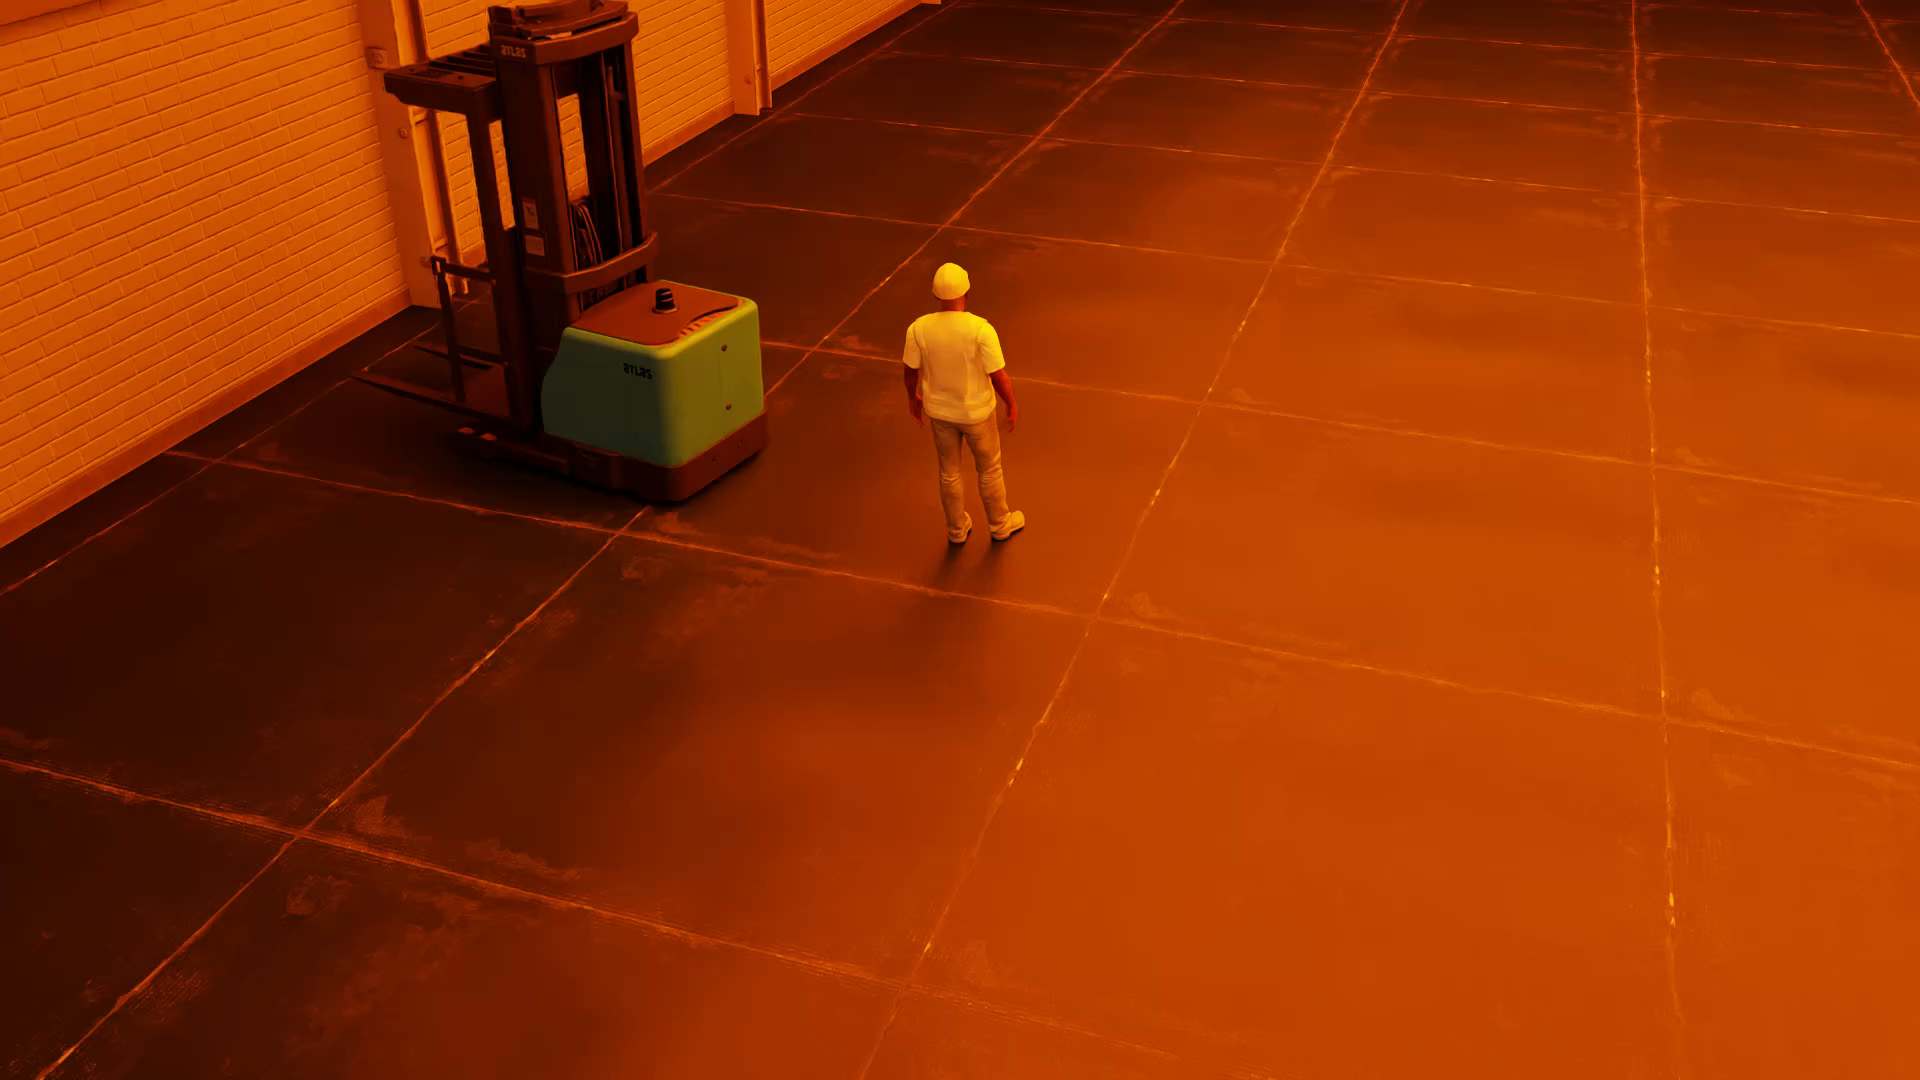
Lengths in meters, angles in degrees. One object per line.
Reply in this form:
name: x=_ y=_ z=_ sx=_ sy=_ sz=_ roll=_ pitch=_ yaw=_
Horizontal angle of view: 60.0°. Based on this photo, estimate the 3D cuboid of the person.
person: x=0.028 y=-0.805 z=9.711 sx=0.665 sy=1.768 sz=0.575 roll=10 pitch=31 yaw=16

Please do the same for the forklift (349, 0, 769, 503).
forklift: x=-2.816 y=-2.024 z=10.688 sx=3.031 sy=2.935 sz=1.130 roll=15 pitch=33 yaw=25
